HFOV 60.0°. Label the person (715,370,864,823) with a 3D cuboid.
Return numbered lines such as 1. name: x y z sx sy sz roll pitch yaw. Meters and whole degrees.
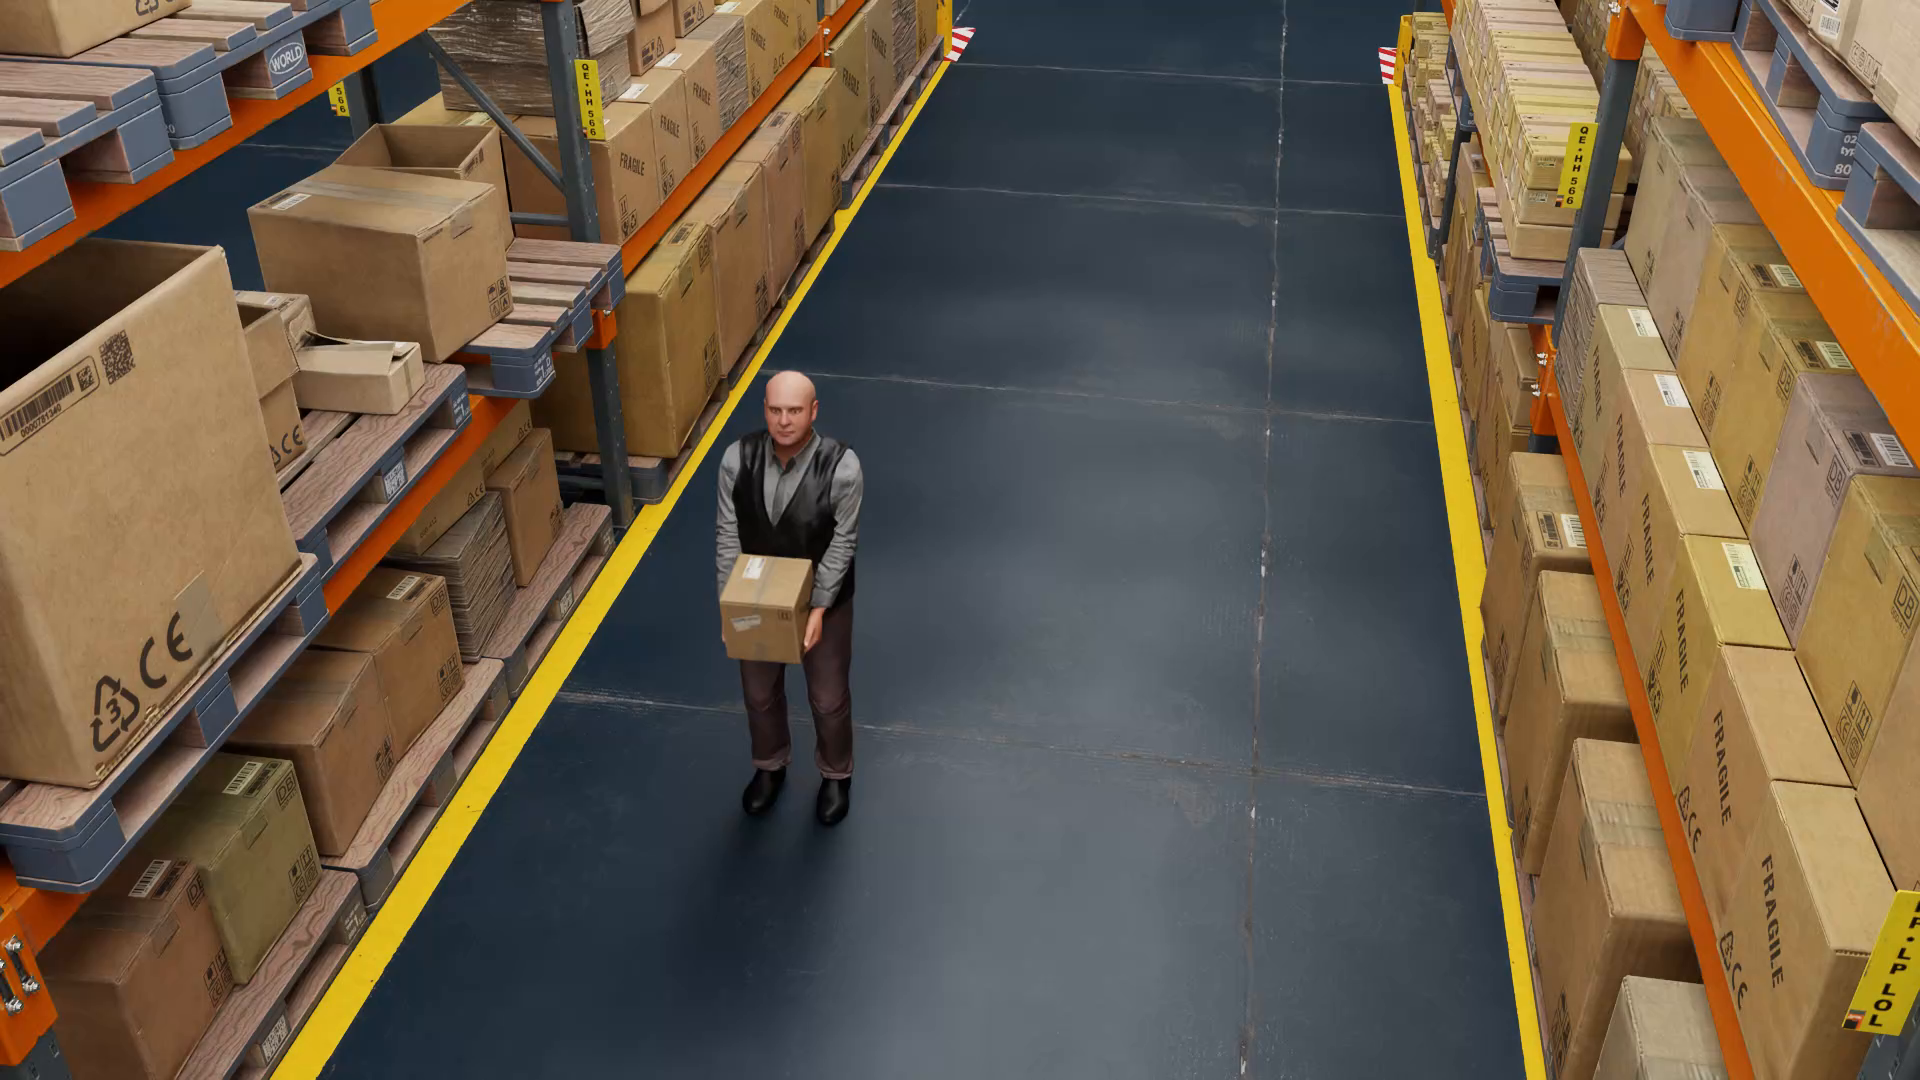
1. person: -0.587 0.259 5.749 0.502 1.720 0.552 5 33 8
